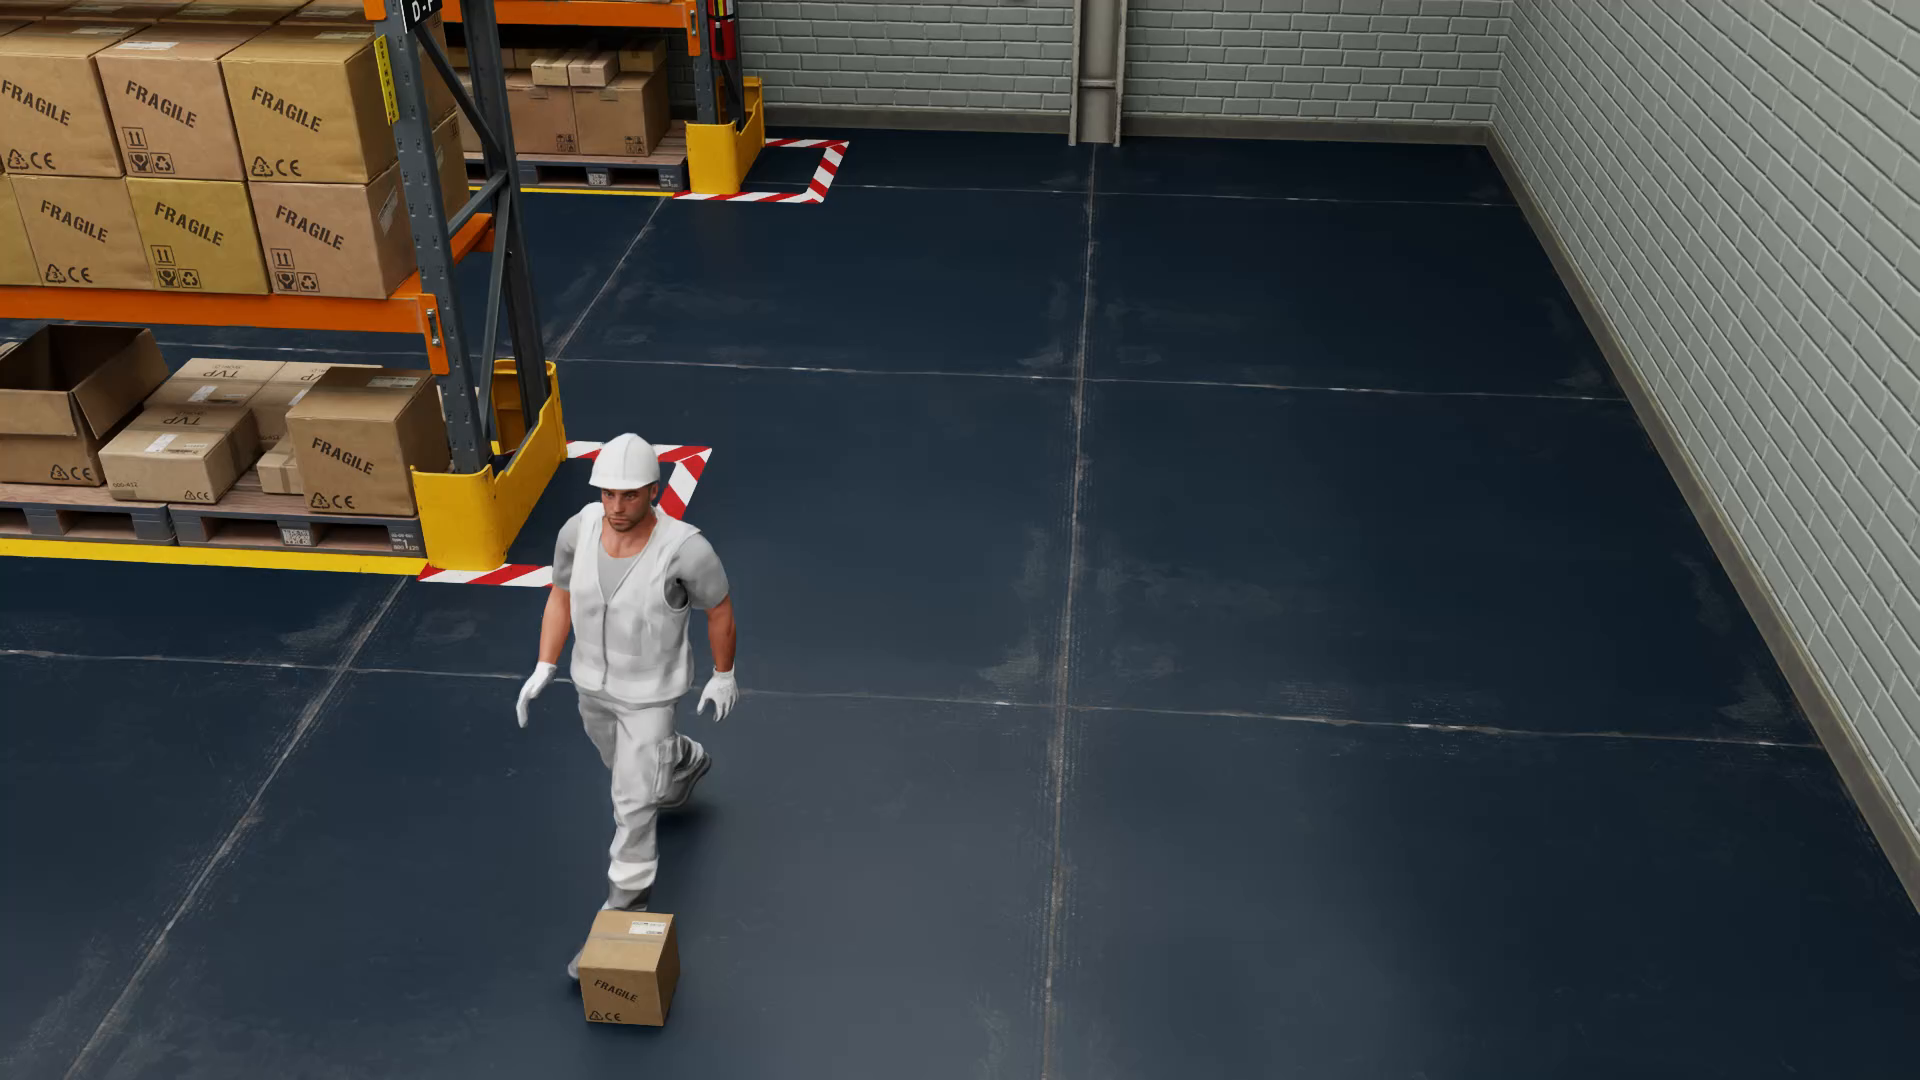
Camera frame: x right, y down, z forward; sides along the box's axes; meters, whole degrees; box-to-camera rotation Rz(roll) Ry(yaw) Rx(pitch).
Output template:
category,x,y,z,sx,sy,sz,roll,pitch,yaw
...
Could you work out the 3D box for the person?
category,x,y,z,sx,sy,sz,roll,pitch,yaw
person,-1.078,0.476,5.382,0.559,1.749,1.062,15,35,23
